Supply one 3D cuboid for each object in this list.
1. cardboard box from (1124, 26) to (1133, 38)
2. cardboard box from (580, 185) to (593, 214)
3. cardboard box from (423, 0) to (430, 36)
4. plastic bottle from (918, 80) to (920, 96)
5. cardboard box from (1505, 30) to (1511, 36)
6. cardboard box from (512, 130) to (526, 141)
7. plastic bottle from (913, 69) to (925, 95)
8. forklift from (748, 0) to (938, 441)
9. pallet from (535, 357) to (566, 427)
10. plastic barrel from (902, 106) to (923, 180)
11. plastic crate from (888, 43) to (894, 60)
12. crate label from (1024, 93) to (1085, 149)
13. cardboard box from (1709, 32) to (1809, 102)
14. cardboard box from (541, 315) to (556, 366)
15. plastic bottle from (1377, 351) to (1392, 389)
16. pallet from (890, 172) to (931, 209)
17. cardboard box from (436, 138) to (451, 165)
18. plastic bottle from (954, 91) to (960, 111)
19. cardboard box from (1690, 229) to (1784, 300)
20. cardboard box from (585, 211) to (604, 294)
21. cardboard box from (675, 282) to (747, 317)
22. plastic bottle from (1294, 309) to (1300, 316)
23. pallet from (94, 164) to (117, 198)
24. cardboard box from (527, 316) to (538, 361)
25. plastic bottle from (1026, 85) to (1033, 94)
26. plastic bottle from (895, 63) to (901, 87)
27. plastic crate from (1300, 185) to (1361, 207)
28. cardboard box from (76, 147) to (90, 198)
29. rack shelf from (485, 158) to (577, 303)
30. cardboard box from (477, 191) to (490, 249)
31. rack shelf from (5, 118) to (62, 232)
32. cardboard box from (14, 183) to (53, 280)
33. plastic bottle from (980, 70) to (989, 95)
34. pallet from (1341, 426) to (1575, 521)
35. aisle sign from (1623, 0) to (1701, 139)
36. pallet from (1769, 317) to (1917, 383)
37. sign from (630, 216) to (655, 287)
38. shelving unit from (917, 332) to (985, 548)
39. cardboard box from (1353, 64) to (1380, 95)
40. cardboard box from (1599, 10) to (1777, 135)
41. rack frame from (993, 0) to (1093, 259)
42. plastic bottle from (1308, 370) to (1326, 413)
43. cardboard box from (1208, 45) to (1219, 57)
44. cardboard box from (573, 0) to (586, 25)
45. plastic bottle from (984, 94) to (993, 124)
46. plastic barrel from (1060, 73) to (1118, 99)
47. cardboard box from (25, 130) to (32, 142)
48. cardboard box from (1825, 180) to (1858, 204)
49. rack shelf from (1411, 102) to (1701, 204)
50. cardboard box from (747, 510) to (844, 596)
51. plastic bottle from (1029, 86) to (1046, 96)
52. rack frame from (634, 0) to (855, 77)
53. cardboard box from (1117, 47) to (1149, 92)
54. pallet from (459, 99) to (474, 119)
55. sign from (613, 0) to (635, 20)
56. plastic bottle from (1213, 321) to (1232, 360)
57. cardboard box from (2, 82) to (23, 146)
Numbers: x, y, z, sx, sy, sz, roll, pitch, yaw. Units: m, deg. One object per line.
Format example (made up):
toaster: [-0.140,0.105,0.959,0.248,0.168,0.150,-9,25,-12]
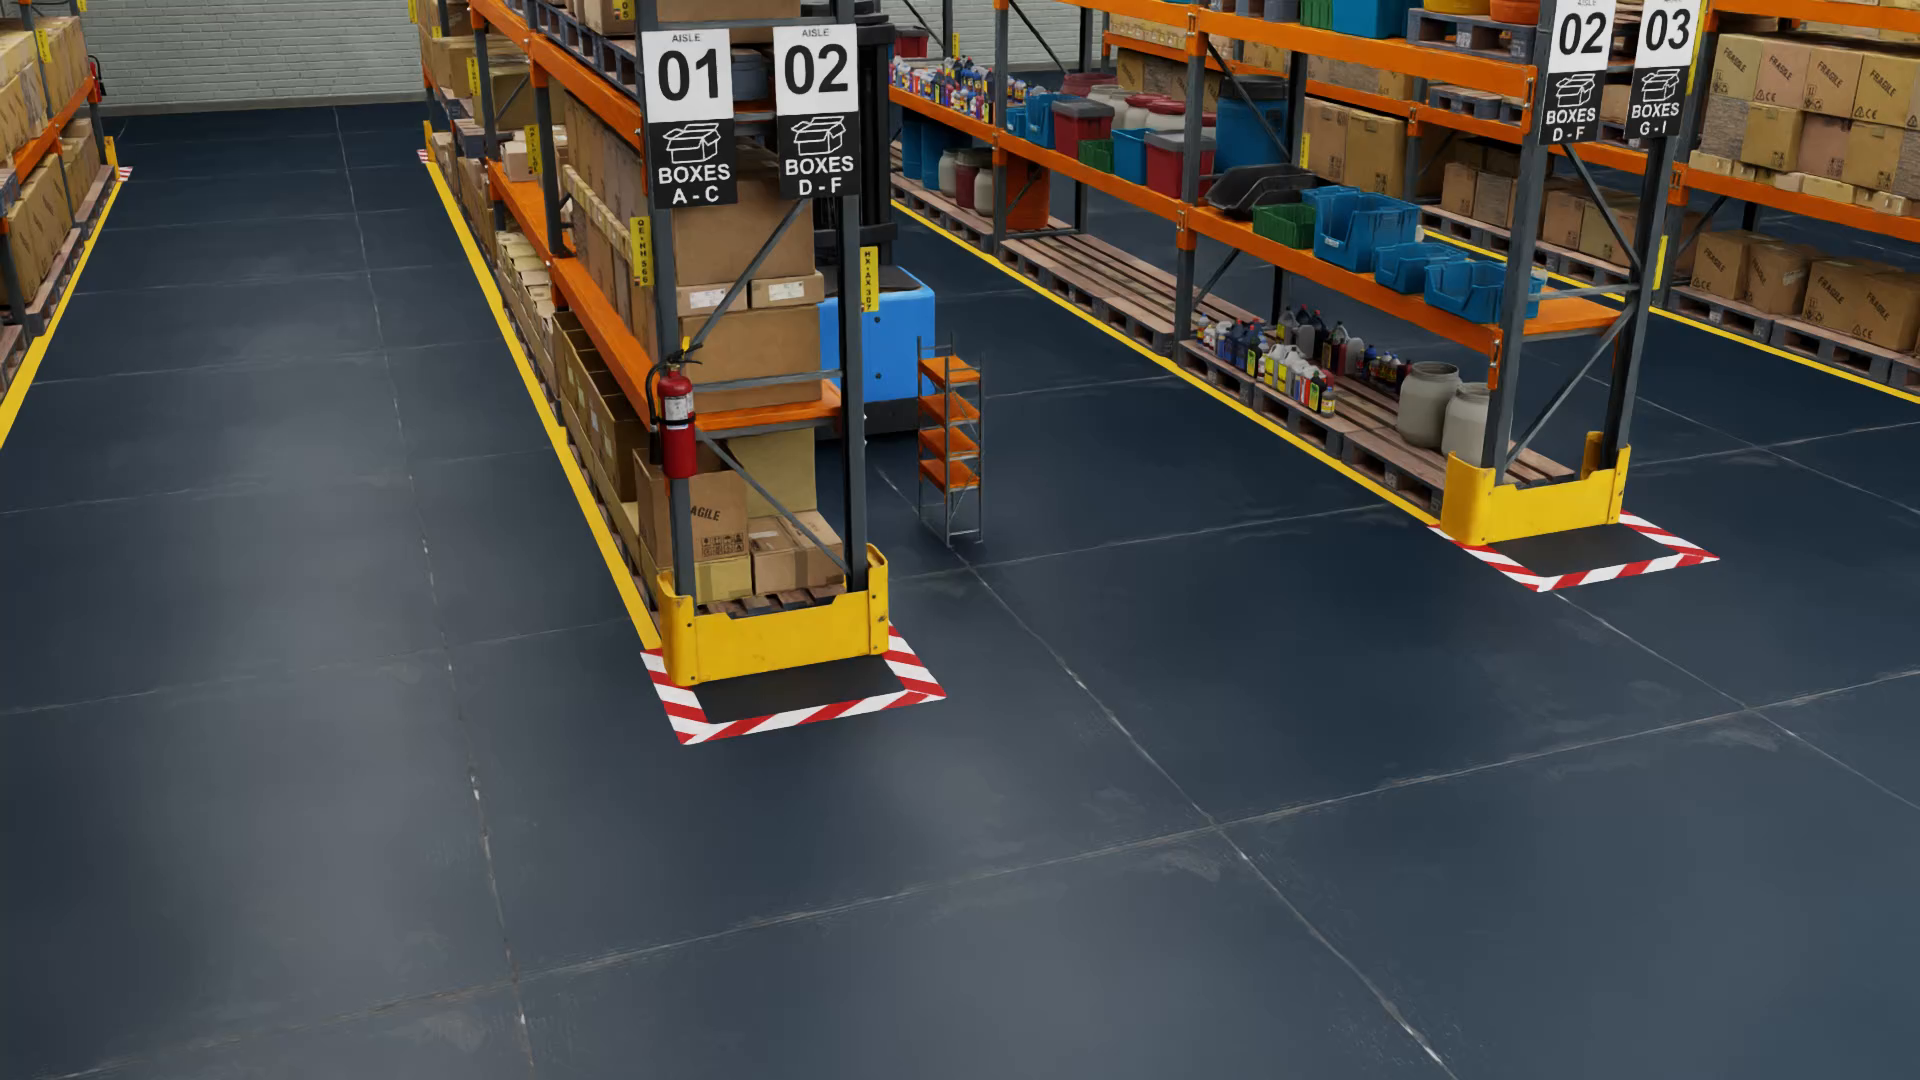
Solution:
cardboard box: [2.642,-7.475,24.447,0.380,0.149,0.250,-9,24,-20]
cardboard box: [-2.198,-2.174,10.583,0.380,0.149,0.250,-9,24,-19]
cardboard box: [-6.173,-6.347,20.031,0.500,0.500,0.500,-9,24,-19]
plastic bottle: [-0.429,-5.124,18.801,0.097,0.201,0.097,0,23,0]
cardboard box: [8.153,-7.385,24.232,0.380,0.149,0.250,-9,24,-20]
cardboard box: [-3.713,-3.507,14.824,0.500,0.311,0.500,-7,24,-16]
plastic bottle: [-0.444,-5.204,18.895,0.152,0.276,0.135,-8,24,-19]
forklift: [-1.133,-2.590,12.622,1.130,2.935,3.031,-8,24,-18]
pallet: [-2.684,-1.211,12.851,1.003,0.211,1.213,-8,24,-19]
plastic barrel: [-0.402,-4.845,20.044,0.600,0.901,0.708,-8,24,-19]
plastic crate: [-1.062,-5.961,20.475,0.392,0.384,0.575,-8,24,-19]
crate label: [0.933,-3.983,15.793,0.502,0.435,0.616,-8,24,-19]
cardboard box: [6.802,-4.037,14.166,0.500,0.500,0.500,-8,24,-19]
cardboard box: [-2.799,-1.526,12.286,0.500,0.311,0.500,-8,24,-19]
plastic bottle: [3.155,-1.266,12.338,0.097,0.271,0.097,0,23,0]
pallet: [-0.345,-4.247,20.055,1.003,0.211,1.213,-8,24,-19]
cardboard box: [-6.347,-4.929,21.057,0.500,0.250,0.500,-8,24,-19]
plastic bottle: [-0.019,-4.702,17.800,0.097,0.201,0.097,0,23,0]
cardboard box: [6.985,-2.482,14.954,0.500,0.500,0.500,-9,25,-21]
cardboard box: [-2.033,-1.928,10.834,0.700,0.500,0.500,-9,24,-20]
cardboard box: [-1.288,-1.238,8.360,0.380,0.149,0.250,-9,24,-20]
plastic bottle: [2.726,-1.733,13.431,0.061,0.283,0.133,-7,24,-16]
pallet: [-10.904,-4.348,20.294,1.003,0.211,1.213,-8,24,-19]
cardboard box: [-3.163,-1.641,13.280,0.500,0.250,0.500,-8,24,-18]
plastic bottle: [0.748,-4.713,17.735,0.097,0.271,0.097,0,23,0]
plastic bottle: [-0.709,-5.444,19.470,0.097,0.271,0.097,0,23,0]
plastic crate: [2.893,-2.478,12.459,0.499,0.251,0.616,-8,24,-19]
cardboard box: [-10.369,-4.156,18.927,0.700,0.500,0.500,-8,24,-18]
rack shelf: [-3.094,-2.628,13.550,1.077,0.370,4.000,-8,24,-19]
cardboard box: [-4.533,-3.233,16.711,0.500,0.500,0.500,-9,25,-21]
rack shelf: [-9.140,-3.401,15.383,1.077,0.370,4.000,-8,24,-19]
cardboard box: [-8.874,-2.813,15.289,0.750,0.750,0.750,-8,24,-19]
plastic bottle: [0.300,-5.213,18.916,0.152,0.276,0.135,-8,24,-19]
pallet: [3.308,-0.490,11.141,1.003,0.211,1.213,-8,24,-19]
aisle sign: [3.960,-2.670,9.376,0.394,0.787,0.004,-8,24,-19]
pallet: [7.586,-1.623,13.829,1.003,0.211,1.213,-8,24,-19]
sign: [-1.487,-1.353,7.803,0.100,0.325,0.005,-8,24,-19]
shelving unit: [-0.058,-0.613,10.160,0.258,1.200,0.503,-8,24,-19]
cardboard box: [4.891,-5.418,19.114,0.500,0.500,0.500,-9,24,-19]
cardboard box: [6.732,-4.369,15.441,1.000,1.000,1.000,-8,24,-19]
rack frame: [0.835,-4.365,16.744,1.000,3.000,0.127,-8,24,-19]
plastic bottle: [2.544,-1.056,11.825,0.061,0.283,0.133,-8,24,-18]
cardboard box: [3.550,-6.542,22.232,0.380,0.149,0.250,-8,24,-18]
cardboard box: [-1.824,-2.963,8.951,0.500,0.311,0.500,-5,23,-13]
plastic bottle: [0.293,-4.400,16.977,0.061,0.283,0.133,-8,24,-19]
plastic barrel: [1.282,-4.301,16.416,0.600,0.536,0.708,-8,24,-19]
cardboard box: [-9.129,-3.894,15.924,0.380,0.149,0.250,-8,24,-19]
cardboard box: [7.218,-2.813,13.385,0.380,0.149,0.250,-8,24,-19]
rack shelf: [6.175,-3.986,16.772,1.077,0.370,4.000,-8,24,-19]
cardboard box: [-0.956,0.068,9.225,0.500,0.250,0.500,-8,24,-19]
plastic bottle: [0.821,-4.677,17.645,0.152,0.276,0.135,-8,24,-19]
rack frame: [-0.975,-3.544,7.073,1.000,3.000,0.127,-8,24,-19]
cardboard box: [2.943,-6.944,25.059,0.875,0.875,0.875,-8,24,-19]
pallet: [-4.492,-4.304,16.847,1.003,0.211,1.213,-8,24,-19]
sign: [-1.487,-2.464,7.334,0.100,0.325,0.005,-8,24,-19]
plastic bottle: [2.090,-1.570,13.052,0.152,0.276,0.135,-7,24,-17]
cardboard box: [-8.716,-3.782,14.823,0.500,0.500,0.500,-8,24,-19]
